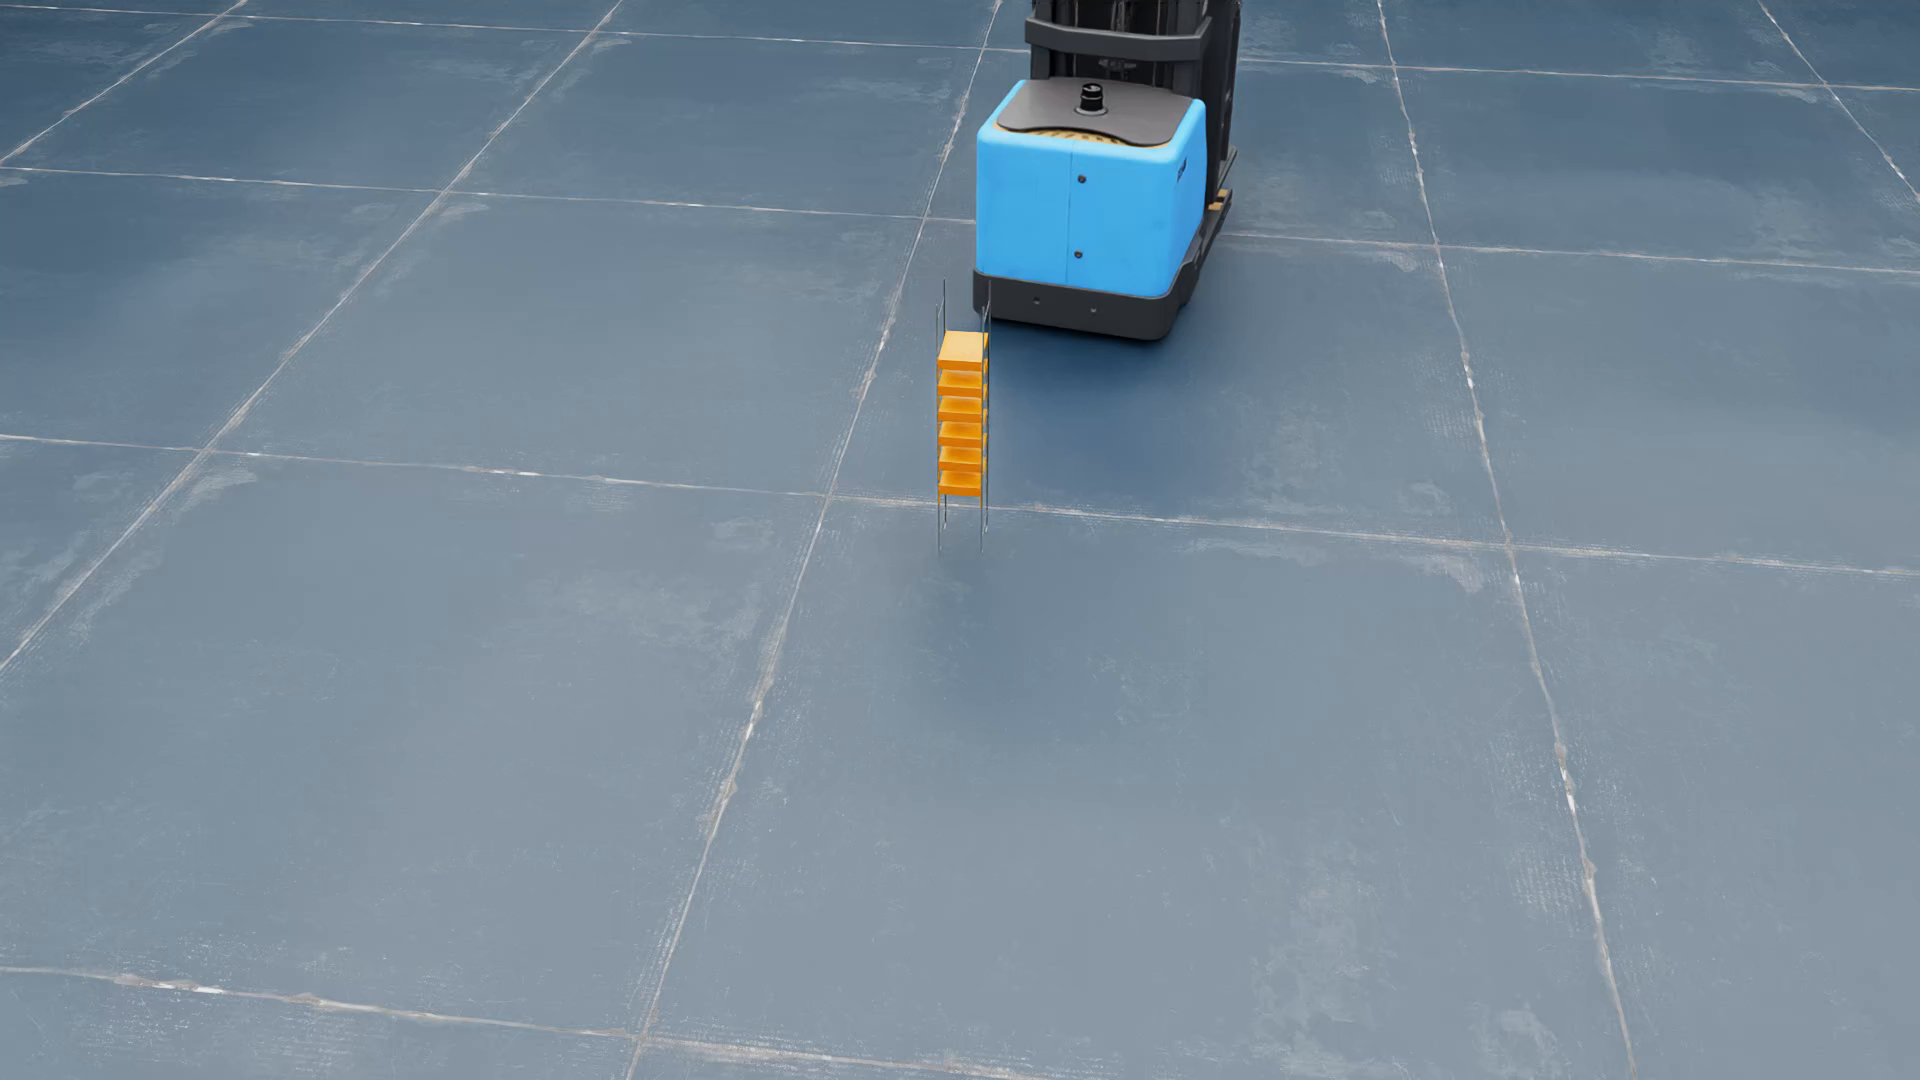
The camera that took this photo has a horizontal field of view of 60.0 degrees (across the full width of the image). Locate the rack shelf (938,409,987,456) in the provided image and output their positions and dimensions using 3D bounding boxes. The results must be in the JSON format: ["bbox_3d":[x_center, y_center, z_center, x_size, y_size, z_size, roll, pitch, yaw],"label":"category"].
[{"bbox_3d":[0.014,-0.451,6.926,0.180,0.103,0.258,4,36,6],"label":"rack shelf"}]

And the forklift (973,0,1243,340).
[{"bbox_3d":[0.998,-3.079,9.042,1.130,2.935,3.031,10,37,14],"label":"forklift"}]

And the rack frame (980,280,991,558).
[{"bbox_3d":[0.105,-0.481,6.890,0.006,1.200,0.240,4,36,6],"label":"rack frame"}]

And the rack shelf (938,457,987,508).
[{"bbox_3d":[0.014,-0.256,7.065,0.180,0.103,0.258,4,36,6],"label":"rack shelf"}]

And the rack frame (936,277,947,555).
[{"bbox_3d":[-0.076,-0.494,6.909,0.006,1.200,0.240,4,36,6],"label":"rack frame"}]

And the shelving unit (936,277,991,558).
[{"bbox_3d":[0.014,-0.487,6.900,0.189,1.200,0.258,4,36,6],"label":"shelving unit"}]

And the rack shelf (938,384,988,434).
[{"bbox_3d":[0.014,-0.549,6.856,0.180,0.103,0.258,4,36,6],"label":"rack shelf"}]

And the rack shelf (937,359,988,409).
[{"bbox_3d":[0.014,-0.646,6.786,0.180,0.103,0.258,4,36,6],"label":"rack shelf"}]

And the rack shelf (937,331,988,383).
[{"bbox_3d":[0.014,-0.744,6.717,0.180,0.103,0.258,4,36,6],"label":"rack shelf"}]

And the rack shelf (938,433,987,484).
[{"bbox_3d":[0.014,-0.353,6.995,0.180,0.103,0.258,4,36,6],"label":"rack shelf"}]
